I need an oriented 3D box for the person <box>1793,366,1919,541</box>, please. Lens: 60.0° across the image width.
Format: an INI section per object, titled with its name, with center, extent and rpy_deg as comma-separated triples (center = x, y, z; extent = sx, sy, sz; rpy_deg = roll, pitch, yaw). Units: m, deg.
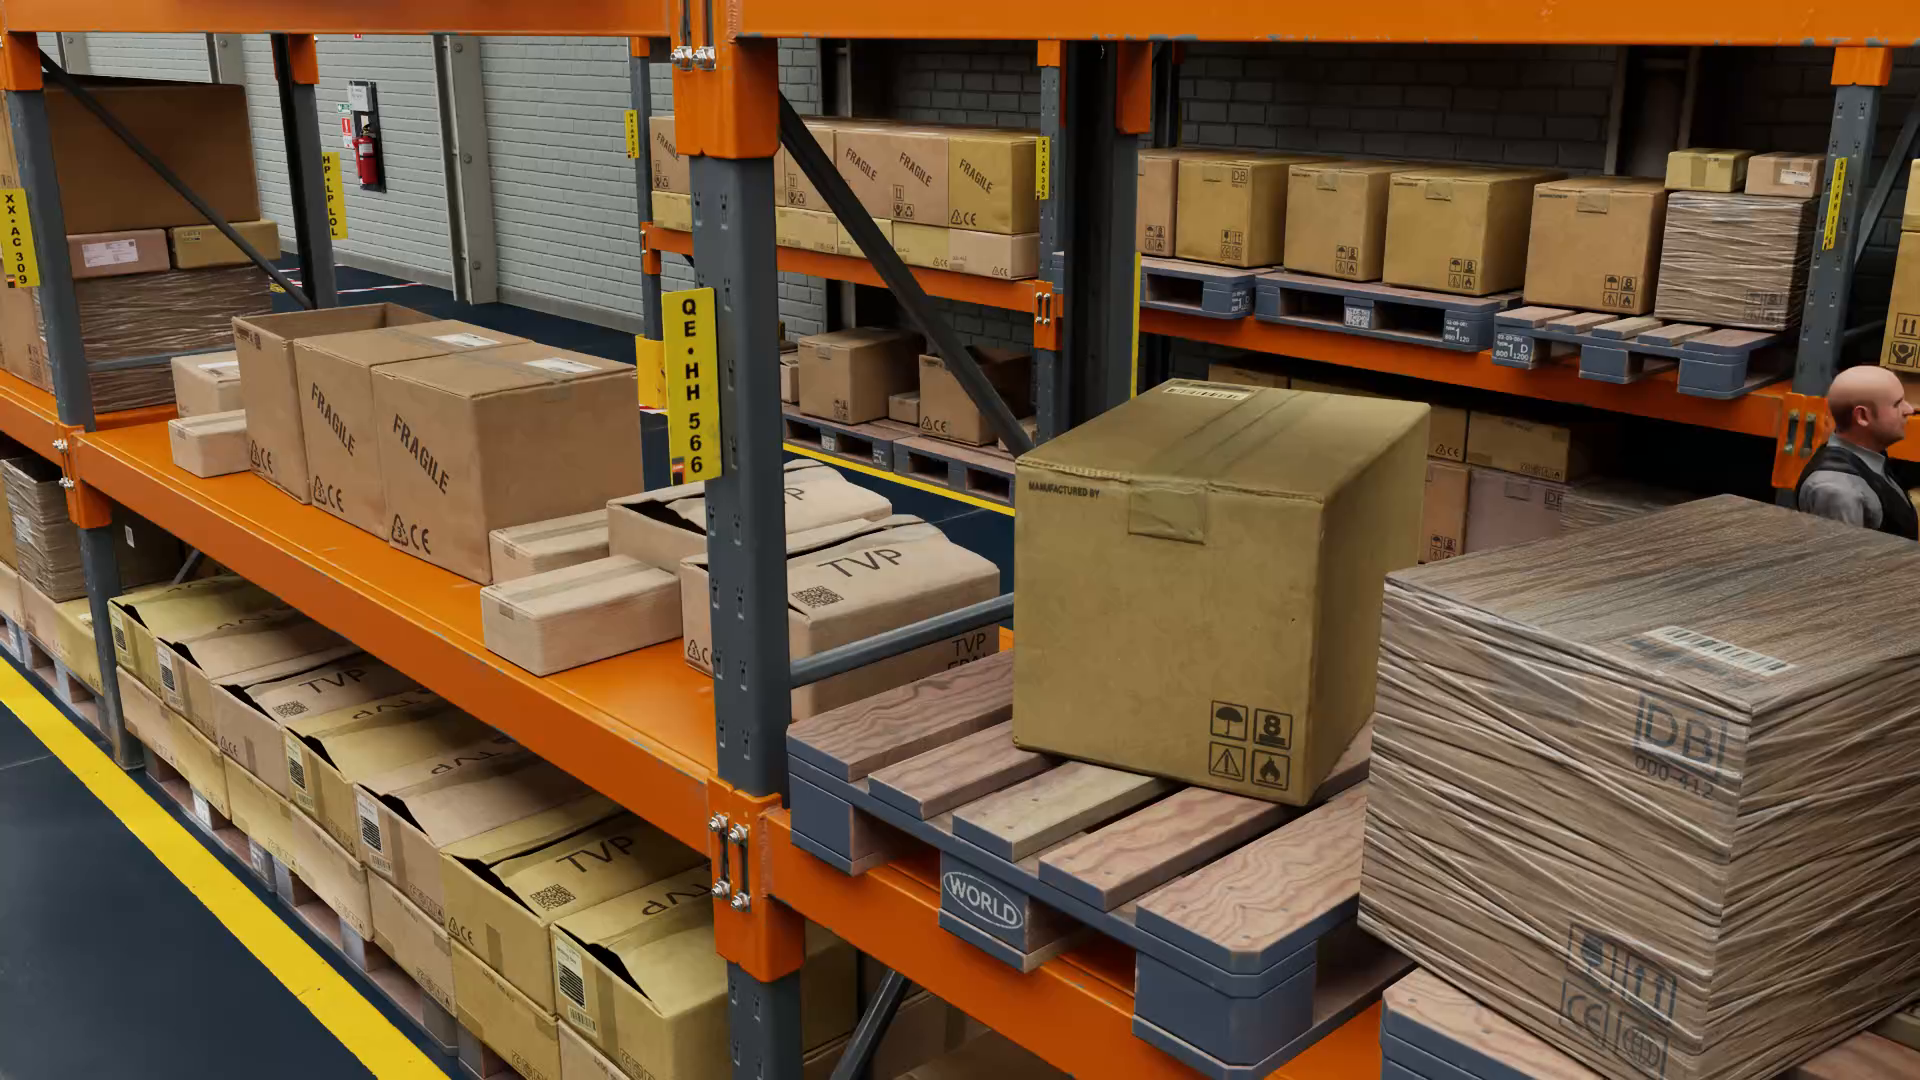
[person]
center = 2.765, 0.315, 5.030
extent = 0.967, 1.671, 0.551
rpy_deg = 13, 21, 35
